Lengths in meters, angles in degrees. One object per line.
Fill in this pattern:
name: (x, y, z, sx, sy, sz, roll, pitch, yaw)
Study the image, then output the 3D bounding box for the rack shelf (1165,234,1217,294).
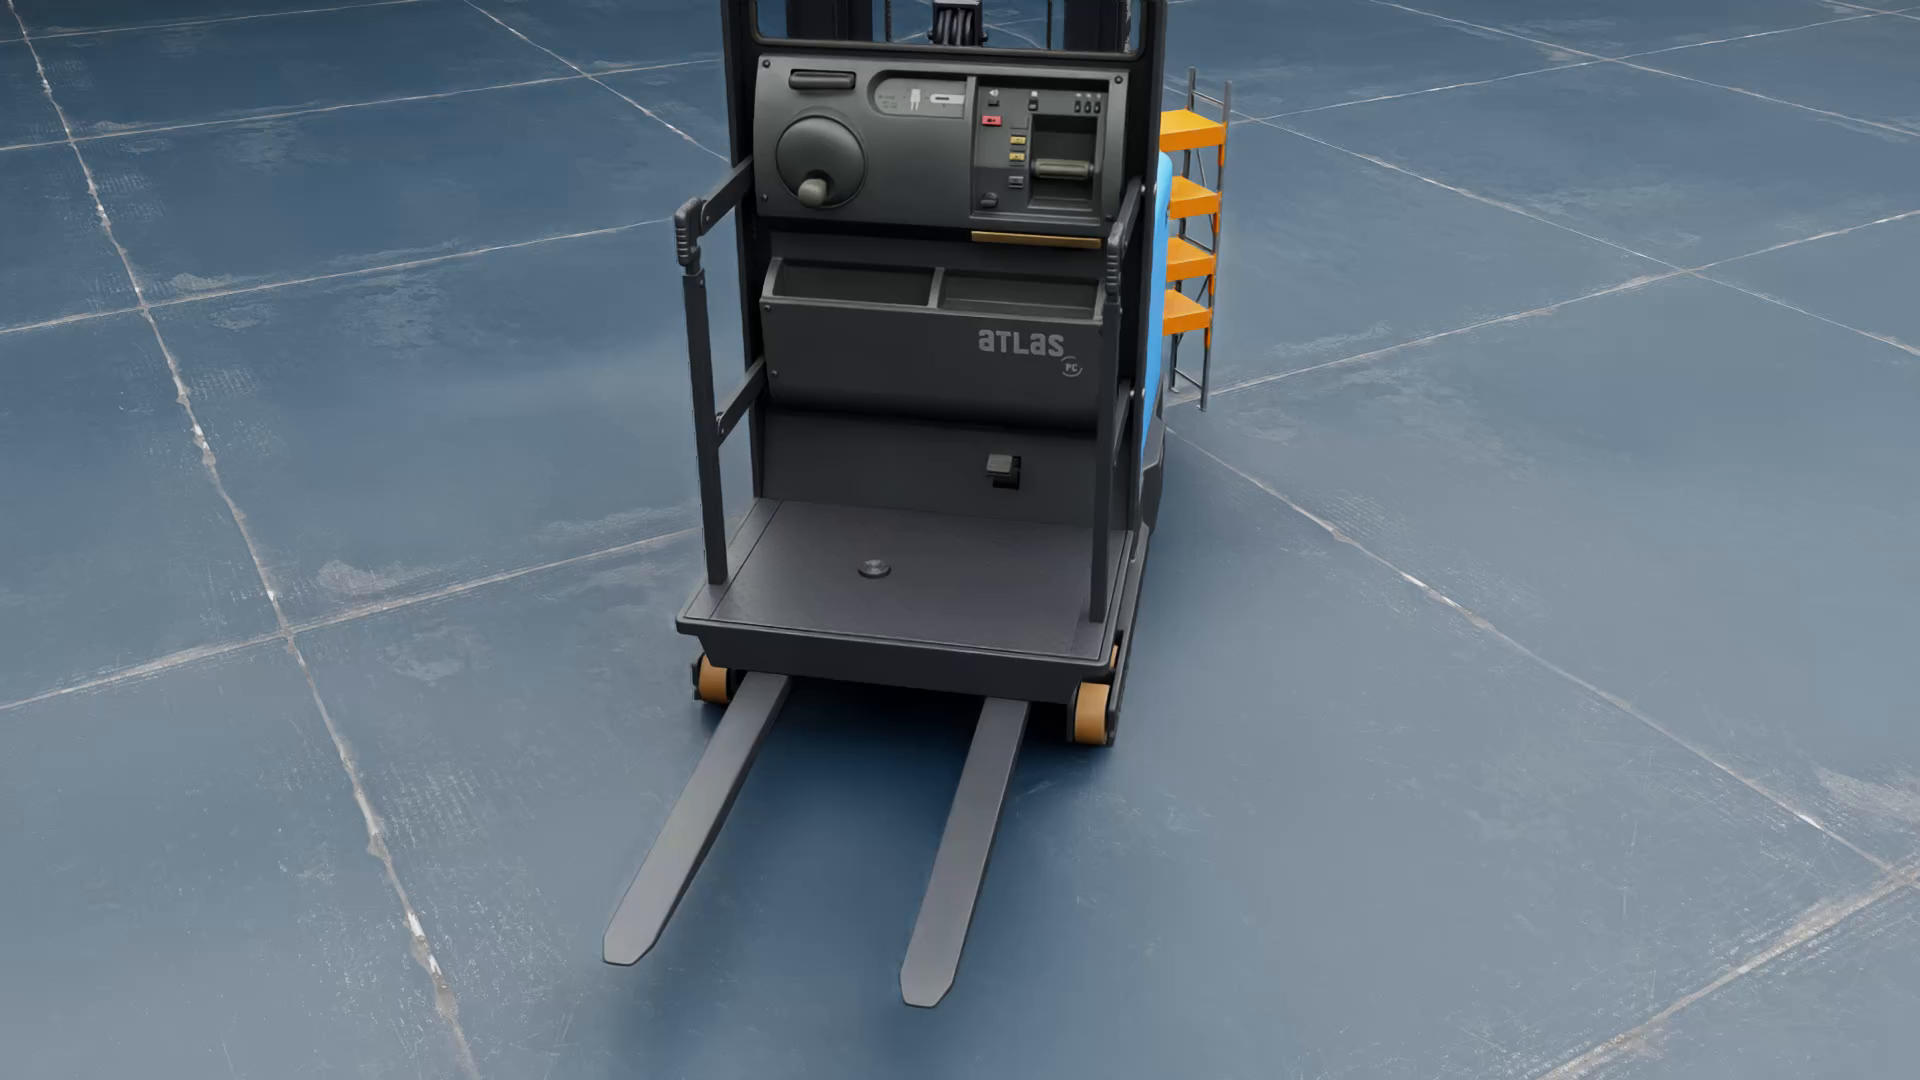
rack shelf: (0.626, -0.937, 5.846, 0.480, 0.148, 0.258, -13, 31, -22)

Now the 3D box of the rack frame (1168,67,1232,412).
rack frame: (0.847, -1.047, 5.905, 0.015, 1.200, 0.240, -13, 31, -22)

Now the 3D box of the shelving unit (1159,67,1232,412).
shelving unit: (0.626, -0.996, 5.814, 0.503, 1.200, 0.258, -13, 31, -22)

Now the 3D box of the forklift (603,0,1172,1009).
forklift: (-0.093, -0.945, 3.928, 1.130, 2.935, 3.031, 5, 29, 9)

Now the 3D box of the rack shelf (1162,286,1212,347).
rack shelf: (0.626, -0.764, 5.942, 0.480, 0.148, 0.258, -13, 31, -22)

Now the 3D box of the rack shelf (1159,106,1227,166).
rack shelf: (0.626, -1.340, 5.624, 0.480, 0.148, 0.258, -13, 31, -22)

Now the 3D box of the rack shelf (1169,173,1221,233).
rack shelf: (0.626, -1.133, 5.738, 0.480, 0.148, 0.258, -13, 31, -22)
